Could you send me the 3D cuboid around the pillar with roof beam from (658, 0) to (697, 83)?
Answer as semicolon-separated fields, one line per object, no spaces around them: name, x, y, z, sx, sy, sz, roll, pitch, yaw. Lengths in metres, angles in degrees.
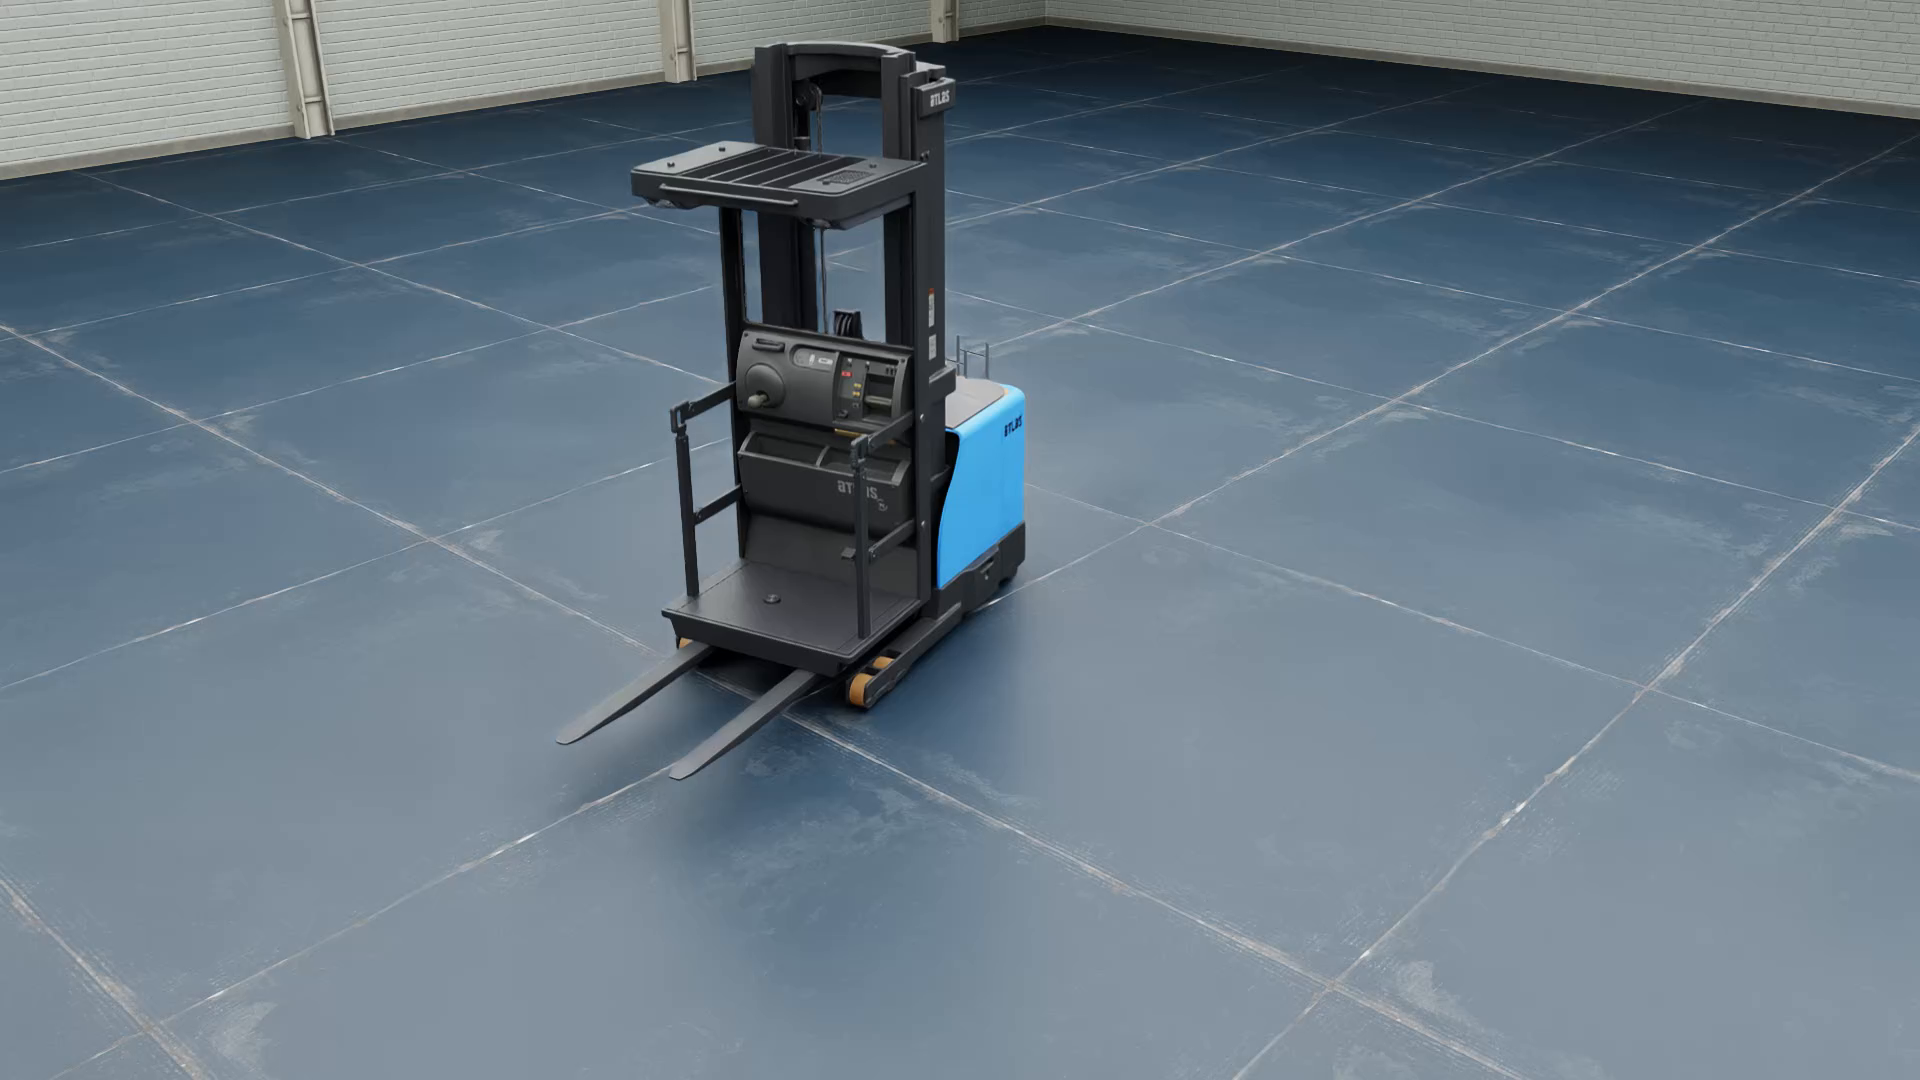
pillar with roof beam;-1.063;-9.950;20.942;9.100;9.000;0.400;20;31;38

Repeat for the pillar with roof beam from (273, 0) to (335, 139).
pillar with roof beam;-5.068;-8.122;16.865;9.100;9.000;0.400;20;31;38

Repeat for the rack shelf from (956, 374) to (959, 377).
rack shelf;0.010;-0.840;9.385;0.258;0.103;0.180;20;31;38

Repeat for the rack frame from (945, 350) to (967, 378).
rack frame;-0.051;-0.524;9.452;0.240;1.200;0.006;20;31;38

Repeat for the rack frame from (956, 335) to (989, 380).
rack frame;0.071;-0.580;9.577;0.240;1.200;0.006;20;31;38

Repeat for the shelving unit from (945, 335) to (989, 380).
shelving unit;0.010;-0.552;9.514;0.258;1.200;0.189;20;31;38

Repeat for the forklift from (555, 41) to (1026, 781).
forklift;-0.767;-0.741;7.820;1.130;2.935;3.031;12;27;25

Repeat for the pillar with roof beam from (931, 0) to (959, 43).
pillar with roof beam;2.941;-11.778;25.019;9.100;9.000;0.400;20;31;38
